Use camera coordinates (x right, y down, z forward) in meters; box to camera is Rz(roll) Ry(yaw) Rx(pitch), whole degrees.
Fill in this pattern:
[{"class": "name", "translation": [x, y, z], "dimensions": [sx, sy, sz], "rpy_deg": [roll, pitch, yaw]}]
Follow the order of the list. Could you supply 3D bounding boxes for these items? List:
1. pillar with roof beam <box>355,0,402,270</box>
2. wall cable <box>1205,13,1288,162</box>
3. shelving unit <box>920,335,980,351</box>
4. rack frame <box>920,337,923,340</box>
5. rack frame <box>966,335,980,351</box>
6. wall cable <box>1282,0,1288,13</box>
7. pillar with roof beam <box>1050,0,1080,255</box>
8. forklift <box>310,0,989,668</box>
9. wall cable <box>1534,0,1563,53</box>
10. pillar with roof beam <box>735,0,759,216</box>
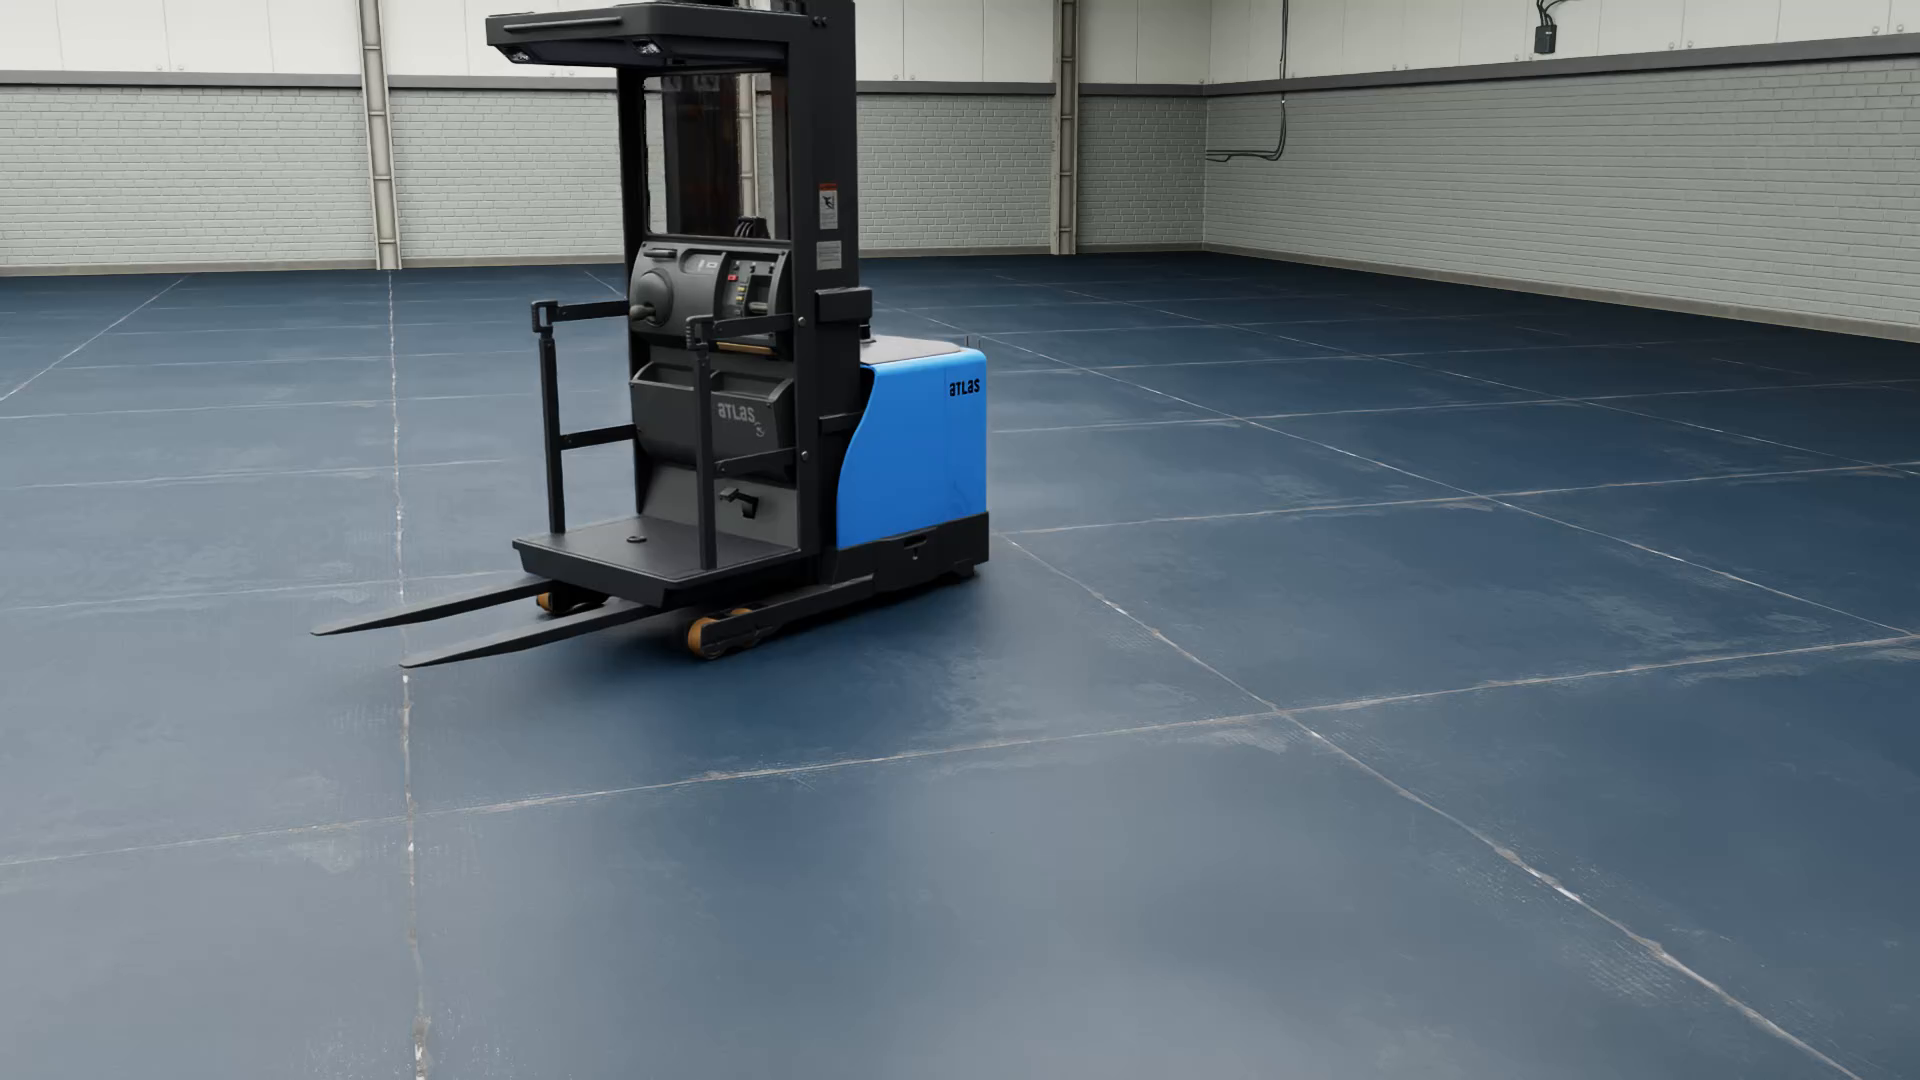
[{"class": "pillar with roof beam", "translation": [-8.067, -7.922, 22.503], "dimensions": [0.400, 9.000, 9.100], "rpy_deg": [-4, 14, -18]}, {"class": "wall cable", "translation": [5.147, -8.169, 30.250], "dimensions": [0.112, 2.526, 3.097], "rpy_deg": [-4, 14, -18]}, {"class": "shelving unit", "translation": [-0.051, -0.507, 8.505], "dimensions": [0.252, 1.050, 0.215], "rpy_deg": [-4, 14, -18]}, {"class": "rack frame", "translation": [-0.166, -0.498, 8.467], "dimensions": [0.008, 1.050, 0.200], "rpy_deg": [-4, 14, -18]}, {"class": "rack frame", "translation": [0.065, -0.516, 8.543], "dimensions": [0.008, 1.050, 0.200], "rpy_deg": [-4, 14, -18]}, {"class": "wall cable", "translation": [6.010, -10.033, 27.172], "dimensions": [0.112, 2.526, 3.097], "rpy_deg": [-4, 14, -18]}, {"class": "pillar with roof beam", "translation": [3.306, -8.808, 26.227], "dimensions": [0.400, 9.000, 9.100], "rpy_deg": [-4, 14, -18]}, {"class": "forklift", "translation": [-1.201, -1.081, 6.854], "dimensions": [1.130, 2.935, 3.031], "rpy_deg": [11, 17, 39]}, {"class": "wall cable", "translation": [8.160, -9.251, 20.739], "dimensions": [0.169, 6.003, 2.305], "rpy_deg": [-4, 14, -18]}, {"class": "pillar with roof beam", "translation": [-2.381, -8.365, 24.365], "dimensions": [0.400, 9.000, 9.100], "rpy_deg": [-4, 14, -18]}]
